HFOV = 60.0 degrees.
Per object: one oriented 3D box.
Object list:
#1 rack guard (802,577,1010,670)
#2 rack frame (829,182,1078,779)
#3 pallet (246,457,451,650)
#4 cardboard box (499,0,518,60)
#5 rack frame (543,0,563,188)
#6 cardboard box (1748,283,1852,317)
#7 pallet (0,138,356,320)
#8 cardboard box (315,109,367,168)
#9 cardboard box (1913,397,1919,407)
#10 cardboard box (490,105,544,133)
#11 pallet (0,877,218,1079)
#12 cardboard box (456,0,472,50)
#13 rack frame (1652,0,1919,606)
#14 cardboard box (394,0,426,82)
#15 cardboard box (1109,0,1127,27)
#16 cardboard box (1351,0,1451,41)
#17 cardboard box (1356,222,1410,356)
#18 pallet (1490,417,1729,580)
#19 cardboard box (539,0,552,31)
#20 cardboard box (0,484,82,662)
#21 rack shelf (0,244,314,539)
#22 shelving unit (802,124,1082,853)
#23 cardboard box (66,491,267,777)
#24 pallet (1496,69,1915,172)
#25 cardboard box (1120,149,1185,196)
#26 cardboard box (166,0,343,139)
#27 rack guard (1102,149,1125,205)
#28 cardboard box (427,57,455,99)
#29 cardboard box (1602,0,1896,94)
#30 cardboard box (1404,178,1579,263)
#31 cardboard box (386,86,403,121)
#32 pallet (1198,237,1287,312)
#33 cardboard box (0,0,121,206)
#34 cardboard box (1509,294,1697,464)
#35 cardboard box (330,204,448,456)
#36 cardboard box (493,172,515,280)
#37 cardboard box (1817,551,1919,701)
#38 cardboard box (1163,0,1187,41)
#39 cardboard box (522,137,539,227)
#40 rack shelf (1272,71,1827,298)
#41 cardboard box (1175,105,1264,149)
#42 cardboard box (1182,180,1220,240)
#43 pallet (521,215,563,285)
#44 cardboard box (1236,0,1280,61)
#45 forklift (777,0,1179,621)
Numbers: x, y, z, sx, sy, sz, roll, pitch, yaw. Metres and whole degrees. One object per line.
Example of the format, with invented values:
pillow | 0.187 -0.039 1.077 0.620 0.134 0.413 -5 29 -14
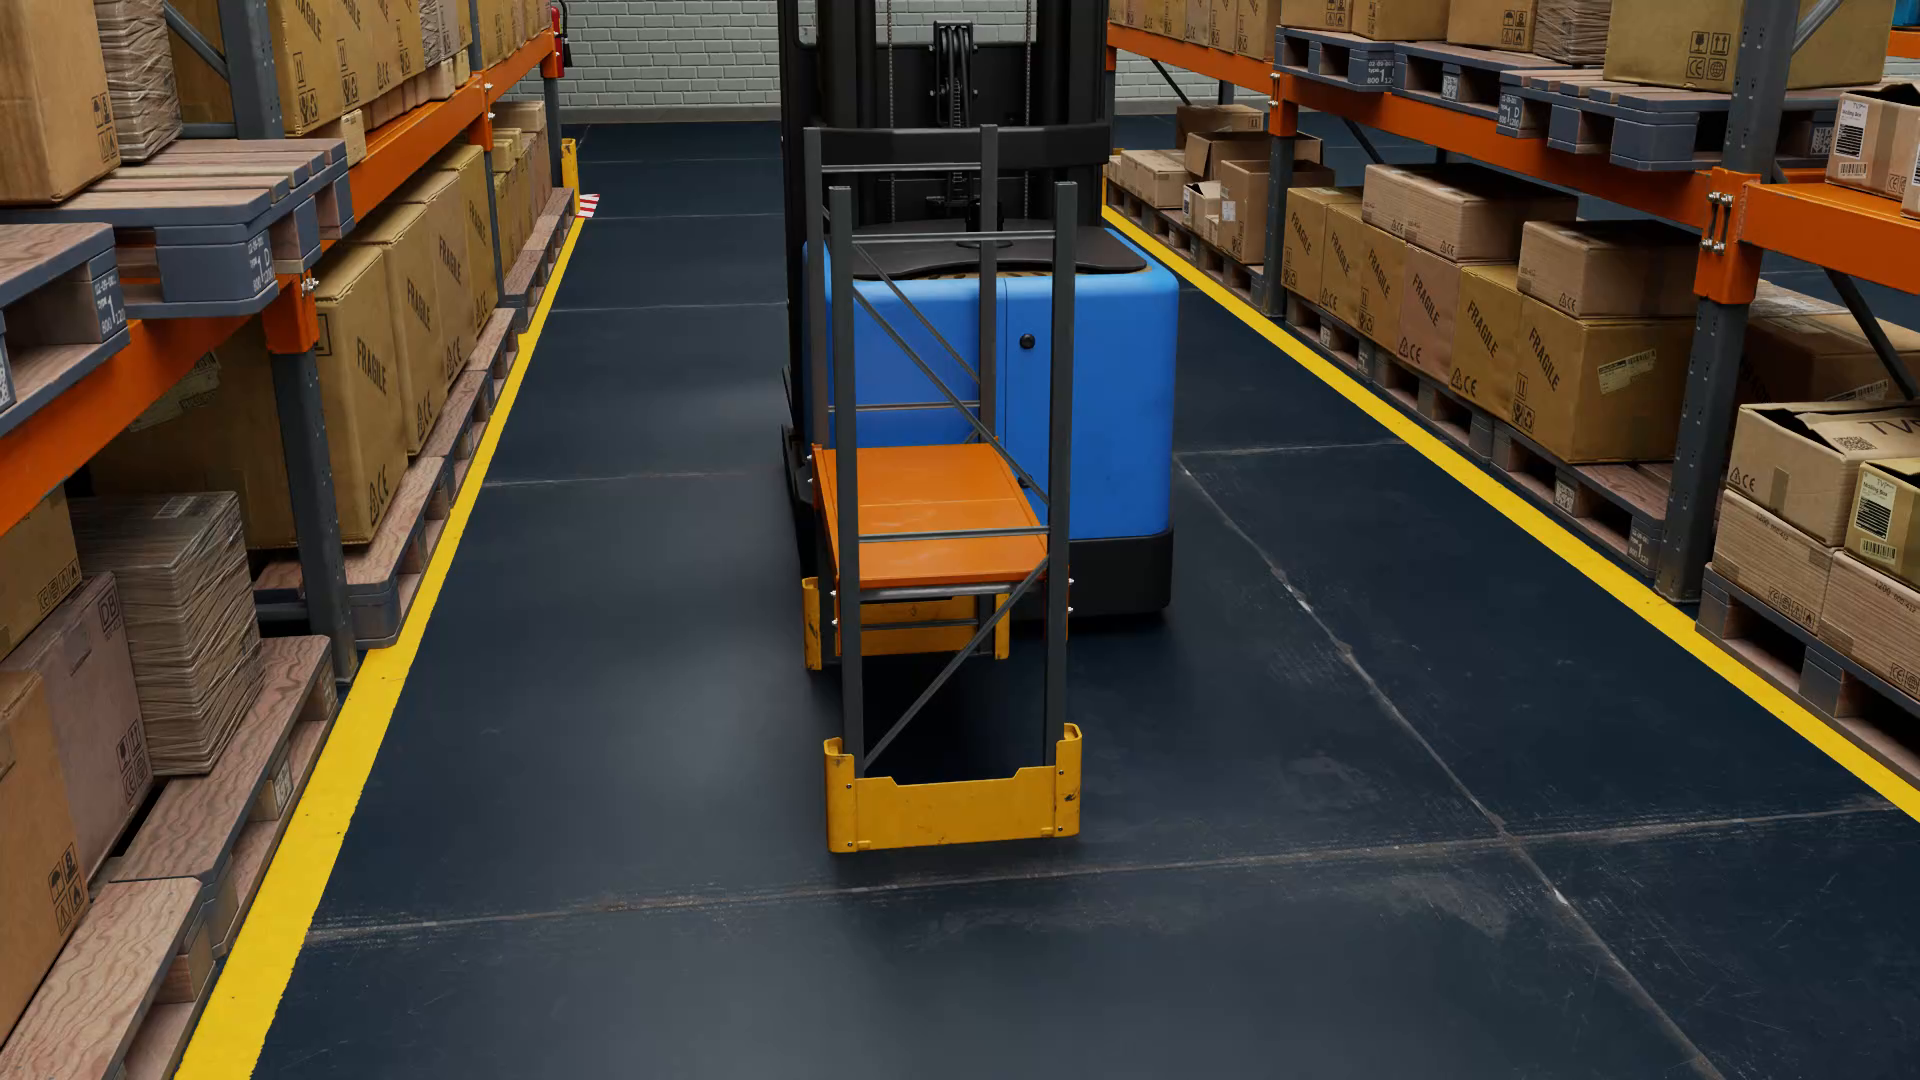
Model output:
rack guard | -0.152 0.225 4.756 0.587 0.250 0.087 -3 21 -7
rack frame | -0.013 -0.008 3.595 0.500 1.500 0.032 -3 21 -7
pallet | -2.238 0.035 5.322 1.003 0.211 1.213 -3 21 -8
cardboard box | -2.938 -2.962 8.931 0.980 0.700 0.700 -3 21 -9
rack frame | -3.352 -3.765 11.509 1.000 3.000 0.127 -3 21 -8
cardboard box | 2.838 -0.634 6.071 0.500 0.500 0.500 -4 21 -10
pallet | -1.991 -0.664 3.480 1.213 0.211 1.003 -3 21 -8
cardboard box | -2.000 -1.196 4.962 0.380 0.149 0.250 -2 21 -6
cardboard box | 3.021 -0.248 4.622 0.500 0.311 0.500 -2 21 -6
cardboard box | -2.916 -2.733 10.793 0.380 0.149 0.250 -2 21 -6
pallet | -1.915 1.003 2.728 1.003 0.211 1.213 -3 21 -8
cardboard box | -2.460 -2.428 7.334 0.500 0.500 0.500 -3 21 -9
rack frame | 2.702 -1.246 4.765 1.000 3.000 0.127 -3 21 -8
cardboard box | -2.235 -1.905 5.933 0.500 0.500 0.500 -2 21 -6
cardboard box | 1.352 -3.896 11.717 0.500 0.500 0.500 -2 21 -7
cardboard box | 2.134 -2.464 7.284 0.700 0.500 0.500 0 20 1
cardboard box | 2.107 -1.129 7.395 0.500 0.500 0.500 -3 21 -7
pallet | 2.632 -0.200 5.950 1.003 0.211 1.213 -3 21 -8
cardboard box | -3.269 -3.729 10.985 0.980 0.700 0.700 -2 21 -5
cardboard box | -2.024 0.066 3.125 0.500 0.250 0.500 -3 21 -7
rack shelf | -1.911 0.035 2.365 1.077 0.370 4.000 -3 21 -8
shelving unit | -0.084 -0.188 4.075 0.587 1.500 1.083 -3 21 -7
cardboard box | -2.044 0.217 3.793 0.700 0.500 0.500 -3 21 -7
pallet | 2.535 -1.387 5.418 1.213 0.211 1.003 -3 21 -8
cardboard box | 1.419 -2.558 11.580 0.500 0.250 0.500 -3 21 -8
cardboard box | -2.016 -1.372 4.505 0.500 0.500 0.500 -2 21 -6
rack guard | 1.560 -2.819 12.548 1.175 0.500 0.348 -3 21 -8
cardboard box | -2.298 -1.902 6.852 0.380 0.149 0.250 -3 21 -8
cardboard box | 2.500 -1.702 5.243 0.700 0.500 0.500 -10 23 -26
cardboard box | 2.171 -1.318 6.829 0.500 0.250 0.500 -3 21 -9
cardboard box | -2.280 -1.634 6.135 0.380 0.149 0.250 -2 21 -6
pallet | 2.028 -1.562 9.598 1.003 0.211 1.213 -3 21 -8
cardboard box | -2.014 -0.893 3.050 0.700 0.500 0.500 -5 21 -13
cardboard box | 2.335 -0.593 5.961 0.500 0.500 0.500 -2 21 -6
cardboard box | -2.295 -0.749 5.908 0.750 0.750 0.750 -3 21 -8
cardboard box | -2.782 -1.670 8.872 0.700 0.500 0.500 -3 21 -7
cardboard box | 2.560 0.215 4.182 0.500 0.250 0.500 -3 21 -9
cardboard box | 1.572 -3.370 10.310 0.500 0.500 0.500 -3 21 -7
cardboard box | -3.007 -2.206 10.307 0.700 0.500 0.500 -4 21 -10
rack shelf | 2.414 -1.602 6.745 1.077 0.370 4.000 -3 21 -8
cardboard box | 1.871 -2.875 12.071 0.500 0.500 0.500 -3 21 -8
cardboard box | 1.655 -2.020 10.052 0.500 0.311 0.500 -3 21 -8
pallet | -2.987 -1.764 10.138 1.003 0.211 1.213 -3 21 -8
cardboard box | 1.800 -2.838 8.885 0.500 0.500 0.500 -3 21 -7
forklift | -0.092 -1.591 5.787 1.130 2.935 3.031 -3 21 -8
